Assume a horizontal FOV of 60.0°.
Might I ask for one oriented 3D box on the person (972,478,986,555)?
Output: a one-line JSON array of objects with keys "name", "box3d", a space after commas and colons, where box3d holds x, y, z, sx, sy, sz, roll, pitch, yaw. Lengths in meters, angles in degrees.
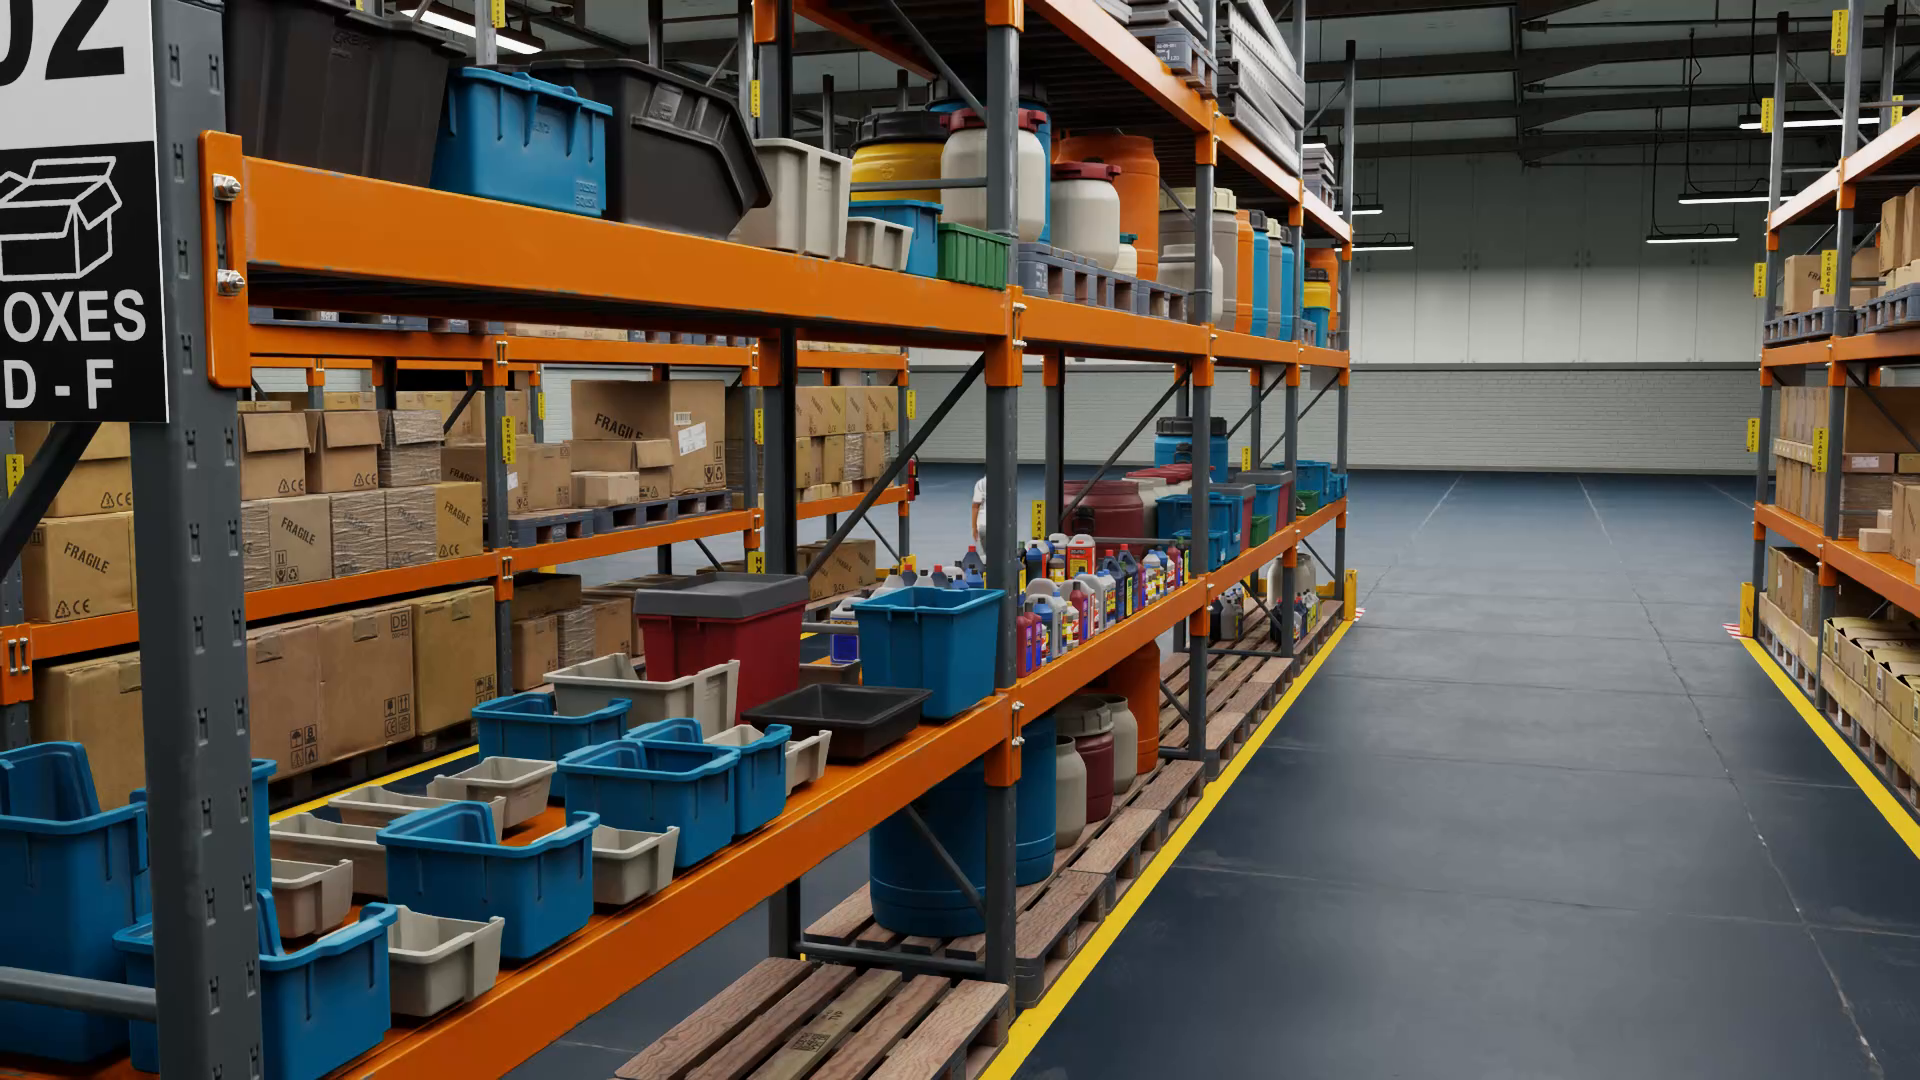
[{"name": "person", "box3d": [0.397, -0.174, 19.481, 0.487, 1.606, 1.031, 1, 5, 13]}]
